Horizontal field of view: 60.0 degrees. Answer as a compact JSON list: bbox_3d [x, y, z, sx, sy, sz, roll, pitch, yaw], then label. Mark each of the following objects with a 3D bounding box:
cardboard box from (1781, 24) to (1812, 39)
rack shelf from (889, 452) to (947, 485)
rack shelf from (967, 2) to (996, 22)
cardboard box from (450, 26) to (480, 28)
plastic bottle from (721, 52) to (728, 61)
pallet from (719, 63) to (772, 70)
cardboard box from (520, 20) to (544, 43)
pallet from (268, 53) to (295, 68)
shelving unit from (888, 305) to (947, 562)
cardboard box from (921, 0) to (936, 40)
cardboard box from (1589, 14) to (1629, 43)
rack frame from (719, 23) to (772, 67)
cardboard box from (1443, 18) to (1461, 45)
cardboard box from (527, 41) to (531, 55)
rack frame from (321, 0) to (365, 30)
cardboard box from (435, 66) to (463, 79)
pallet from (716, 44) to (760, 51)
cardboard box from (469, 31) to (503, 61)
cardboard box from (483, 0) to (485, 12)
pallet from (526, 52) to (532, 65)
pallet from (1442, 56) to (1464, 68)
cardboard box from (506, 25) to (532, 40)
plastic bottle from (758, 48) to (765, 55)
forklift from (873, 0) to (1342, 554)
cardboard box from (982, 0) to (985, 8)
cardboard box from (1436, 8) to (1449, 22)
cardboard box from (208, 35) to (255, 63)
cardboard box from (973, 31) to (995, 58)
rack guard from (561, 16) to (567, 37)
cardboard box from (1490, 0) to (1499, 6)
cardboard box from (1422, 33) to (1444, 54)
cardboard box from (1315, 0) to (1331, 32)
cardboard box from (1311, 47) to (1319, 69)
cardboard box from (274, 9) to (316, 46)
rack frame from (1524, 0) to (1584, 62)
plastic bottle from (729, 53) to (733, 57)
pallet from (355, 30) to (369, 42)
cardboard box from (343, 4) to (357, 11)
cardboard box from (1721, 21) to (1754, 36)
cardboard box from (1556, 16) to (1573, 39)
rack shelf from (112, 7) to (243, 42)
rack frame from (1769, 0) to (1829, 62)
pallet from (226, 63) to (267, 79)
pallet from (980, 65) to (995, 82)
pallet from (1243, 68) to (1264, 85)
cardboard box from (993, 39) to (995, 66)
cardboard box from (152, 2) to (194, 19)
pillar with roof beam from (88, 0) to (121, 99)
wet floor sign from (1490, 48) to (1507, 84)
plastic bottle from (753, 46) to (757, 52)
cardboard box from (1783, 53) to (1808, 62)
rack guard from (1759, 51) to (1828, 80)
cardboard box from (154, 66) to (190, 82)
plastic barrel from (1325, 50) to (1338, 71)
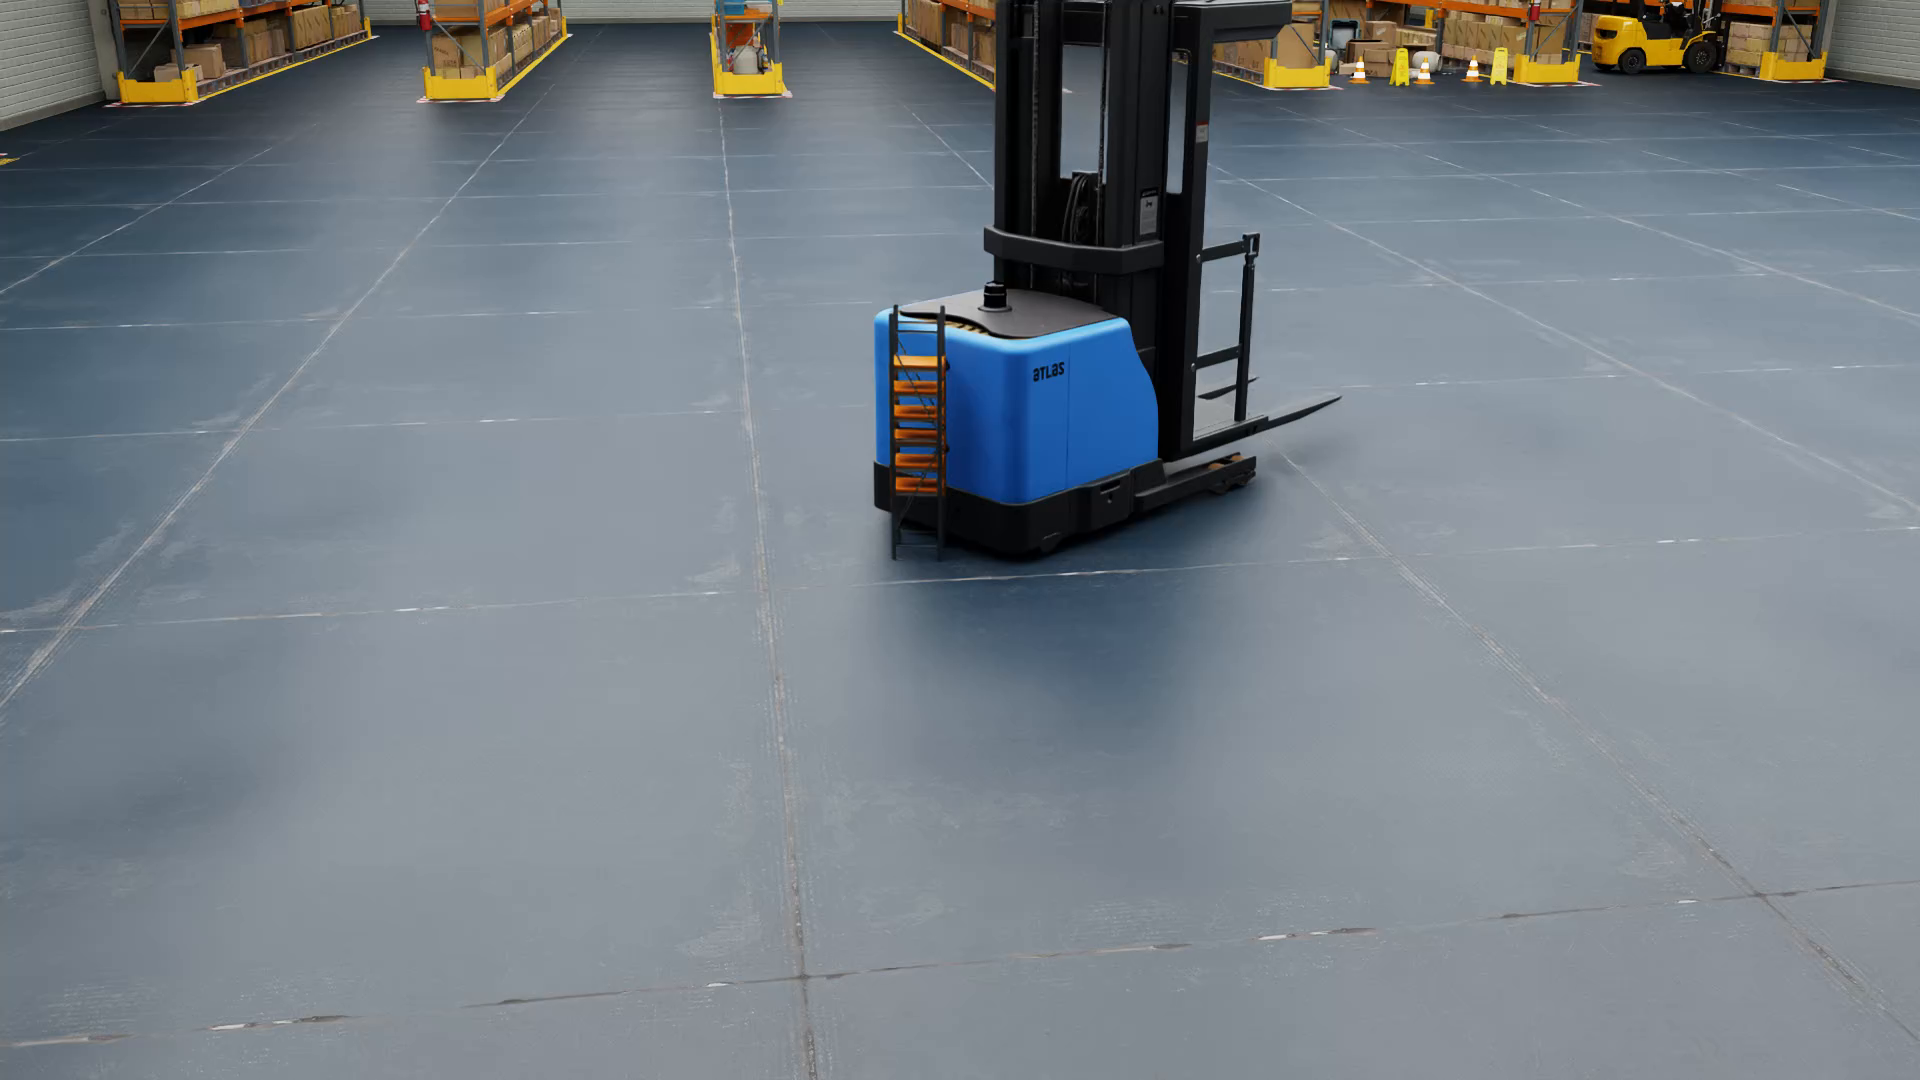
[{"bbox_3d":[16.075,-9.827,32.141,0.500,0.250,0.500,-3,21,-9],"label":"cardboard box"},{"bbox_3d":[-0.197,-0.339,7.878,0.258,0.103,0.180,2,21,4],"label":"rack shelf"},{"bbox_3d":[0.951,-9.878,31.406,1.077,0.370,4.000,-3,21,-8],"label":"rack shelf"},{"bbox_3d":[-9.384,-9.493,31.604,0.500,0.500,0.500,-3,21,-8],"label":"cardboard box"},{"bbox_3d":[-4.418,-9.046,31.306,0.144,0.351,0.185,-2,21,-6],"label":"plastic bottle"},{"bbox_3d":[-4.183,-9.117,32.325,1.003,0.211,1.213,-3,21,-8],"label":"pallet"},{"bbox_3d":[-9.729,-11.537,37.762,0.500,0.500,0.500,-4,21,-10],"label":"cardboard box"},{"bbox_3d":[-14.508,-9.966,34.598,1.003,0.211,1.213,-3,21,-8],"label":"pallet"},{"bbox_3d":[-0.197,-0.493,7.821,0.258,1.200,0.189,2,21,4],"label":"shelving unit"},{"bbox_3d":[-0.249,-12.349,39.429,1.225,0.875,0.875,-4,21,-10],"label":"cardboard box"},{"bbox_3d":[14.982,-11.686,38.011,0.875,0.625,0.625,-2,21,-6],"label":"cardboard box"},{"bbox_3d":[-4.239,-10.658,32.465,1.000,3.000,0.127,-3,21,-8],"label":"rack frame"},{"bbox_3d":[10.287,-10.450,34.165,0.500,0.500,0.500,-2,21,-5],"label":"cardboard box"},{"bbox_3d":[-9.322,-10.355,34.983,0.500,0.250,0.500,-3,21,-8],"label":"cardboard box"},{"bbox_3d":[-15.772,-14.313,42.251,1.000,3.000,0.127,-3,21,-8],"label":"rack frame"},{"bbox_3d":[-8.934,-8.104,28.956,0.500,0.250,0.500,-3,21,-8],"label":"cardboard box"},{"bbox_3d":[-4.970,-11.007,37.386,1.003,0.211,1.213,-3,21,-8],"label":"pallet"},{"bbox_3d":[-8.635,-9.001,30.286,0.500,0.500,0.500,-3,21,-8],"label":"cardboard box"},{"bbox_3d":[-8.699,-9.415,28.995,0.700,0.500,0.500,-2,21,-6],"label":"cardboard box"},{"bbox_3d":[-9.637,-10.201,35.227,1.003,0.211,1.213,-3,21,-8],"label":"pallet"},{"bbox_3d":[10.601,-9.871,34.342,1.003,0.211,1.213,-3,21,-8],"label":"pallet"},{"bbox_3d":[-9.398,-10.797,35.365,0.500,0.311,0.500,-2,21,-6],"label":"cardboard box"},{"bbox_3d":[-3.786,-9.236,31.816,0.144,0.351,0.185,-3,21,-8],"label":"plastic bottle"},{"bbox_3d":[0.962,-1.732,8.664,3.031,2.935,1.130,-19,28,-41],"label":"forklift"},{"bbox_3d":[0.625,-10.182,31.549,0.380,0.149,0.250,-3,21,-8],"label":"cardboard box"},{"bbox_3d":[13.645,-14.625,46.053,0.797,0.503,0.637,-4,21,-10],"label":"cardboard box"},{"bbox_3d":[-14.289,-9.624,32.640,0.700,0.500,0.500,-3,21,-9],"label":"cardboard box"},{"bbox_3d":[0.595,-10.157,34.066,0.700,0.500,0.500,-5,21,-12],"label":"cardboard box"},{"bbox_3d":[-10.860,-13.367,43.291,1.175,0.500,0.348,-3,21,-8],"label":"rack guard"},{"bbox_3d":[10.527,-10.463,32.302,0.380,0.149,0.250,-3,21,-8],"label":"cardboard box"},{"bbox_3d":[10.391,-10.555,35.344,0.950,0.372,0.625,-3,21,-7],"label":"cardboard box"},{"bbox_3d":[9.485,-13.168,41.622,0.875,0.875,0.875,-2,21,-6],"label":"cardboard box"},{"bbox_3d":[6.825,-9.467,32.846,0.500,0.500,0.500,1,20,2],"label":"cardboard box"},{"bbox_3d":[-14.715,-11.298,36.650,0.750,0.750,0.750,-3,21,-8],"label":"cardboard box"},{"bbox_3d":[11.046,-10.023,30.764,1.000,3.000,0.127,-3,21,-8],"label":"rack frame"},{"bbox_3d":[-4.301,-9.091,31.534,0.152,0.276,0.135,-3,21,-8],"label":"plastic bottle"},{"bbox_3d":[-15.579,-12.734,42.008,1.003,0.211,1.213,-3,21,-8],"label":"pallet"},{"bbox_3d":[-15.373,-13.370,41.772,0.380,0.149,0.250,-3,21,-8],"label":"cardboard box"},{"bbox_3d":[15.420,-10.146,32.994,0.500,0.250,0.500,-3,21,-7],"label":"cardboard box"},{"bbox_3d":[14.530,-12.205,39.581,0.500,0.500,0.500,-2,21,-6],"label":"cardboard box"},{"bbox_3d":[-13.754,-9.129,29.399,1.077,0.370,4.000,-3,21,-8],"label":"rack shelf"},{"bbox_3d":[15.957,-10.274,31.438,1.000,3.000,0.127,-3,21,-8],"label":"rack frame"},{"bbox_3d":[-14.156,-9.121,32.337,1.003,0.211,1.213,-3,21,-8],"label":"pallet"},{"bbox_3d":[0.974,-8.947,31.870,1.003,0.211,1.213,-3,21,-8],"label":"pallet"},{"bbox_3d":[5.969,-8.705,31.220,1.003,0.211,1.213,-3,21,-8],"label":"pallet"},{"bbox_3d":[0.938,-9.384,32.027,0.500,0.500,0.500,-5,21,-13],"label":"cardboard box"},{"bbox_3d":[-13.222,-8.897,27.937,0.500,0.250,0.500,-4,21,-9],"label":"cardboard box"},{"bbox_3d":[-10.162,-12.000,27.483,9.100,9.000,0.400,-3,21,-8],"label":"pillar with roof beam"},{"bbox_3d":[10.014,-8.800,30.855,0.267,0.644,0.232,4,21,11],"label":"wet floor sign"},{"bbox_3d":[-4.003,-9.407,32.274,0.144,0.351,0.185,-3,21,-8],"label":"plastic bottle"},{"bbox_3d":[16.080,-9.363,32.327,0.500,0.250,0.500,-3,21,-8],"label":"cardboard box"},{"bbox_3d":[15.961,-9.095,31.853,1.175,0.500,0.348,-3,21,-8],"label":"rack guard"},{"bbox_3d":[-13.476,-7.964,28.466,0.500,0.311,0.500,-5,21,-14],"label":"cardboard box"},{"bbox_3d":[7.267,-9.601,33.316,0.512,0.421,0.421,12,24,30],"label":"plastic barrel"}]
